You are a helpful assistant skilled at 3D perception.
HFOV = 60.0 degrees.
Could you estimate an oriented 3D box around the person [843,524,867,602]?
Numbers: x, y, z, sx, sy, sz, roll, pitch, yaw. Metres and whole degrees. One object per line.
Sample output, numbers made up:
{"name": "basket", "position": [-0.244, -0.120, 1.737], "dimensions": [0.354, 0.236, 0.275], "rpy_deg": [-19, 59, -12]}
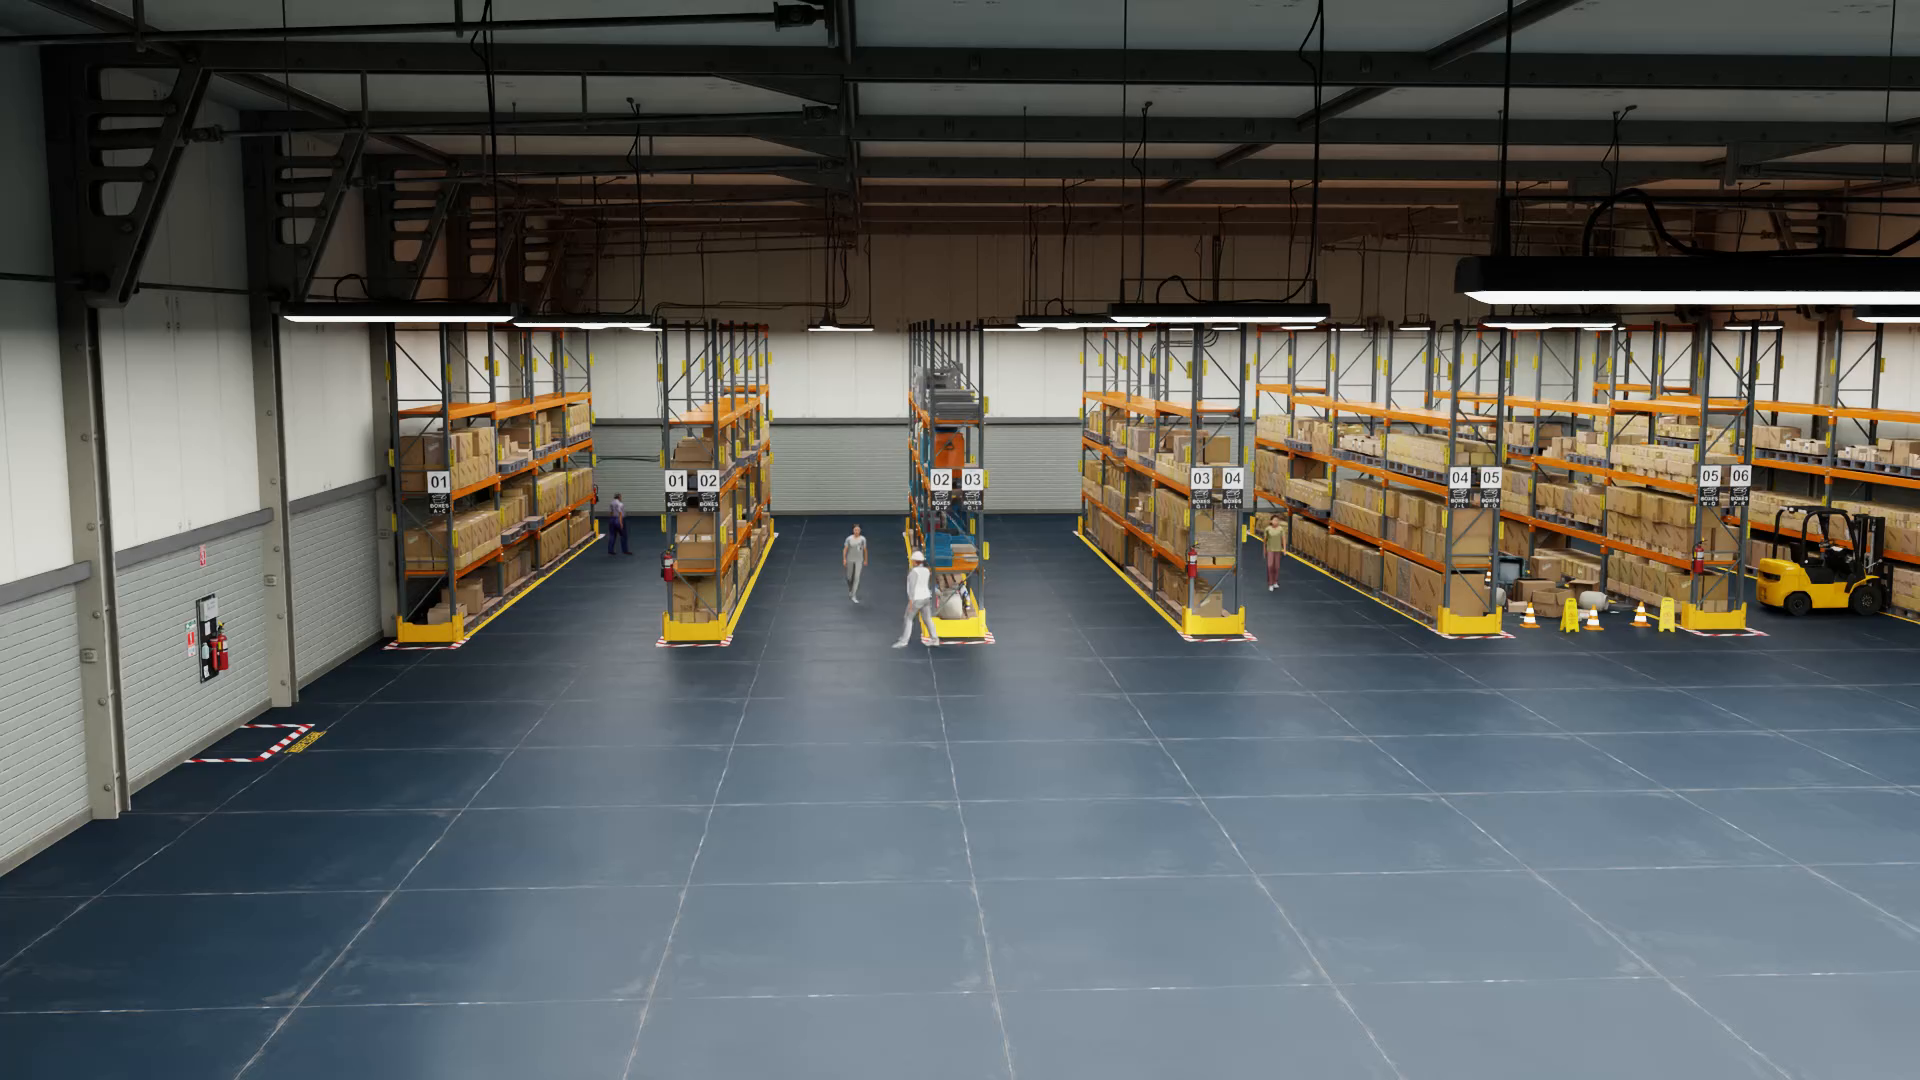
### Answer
{"name": "person", "position": [-2.266, 0.480, 35.993], "dimensions": [0.517, 1.666, 0.754], "rpy_deg": [0, 7, -3]}

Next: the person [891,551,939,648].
{"name": "person", "position": [-0.783, 1.094, 30.547], "dimensions": [0.832, 1.769, 0.552], "rpy_deg": [4, 8, 27]}

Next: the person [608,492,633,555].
{"name": "person", "position": [-8.867, -0.422, 43.248], "dimensions": [0.513, 1.639, 0.643], "rpy_deg": [6, 9, 39]}

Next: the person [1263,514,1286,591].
{"name": "person", "position": [7.096, 0.285, 37.482], "dimensions": [0.490, 1.725, 0.536], "rpy_deg": [0, 7, -1]}
